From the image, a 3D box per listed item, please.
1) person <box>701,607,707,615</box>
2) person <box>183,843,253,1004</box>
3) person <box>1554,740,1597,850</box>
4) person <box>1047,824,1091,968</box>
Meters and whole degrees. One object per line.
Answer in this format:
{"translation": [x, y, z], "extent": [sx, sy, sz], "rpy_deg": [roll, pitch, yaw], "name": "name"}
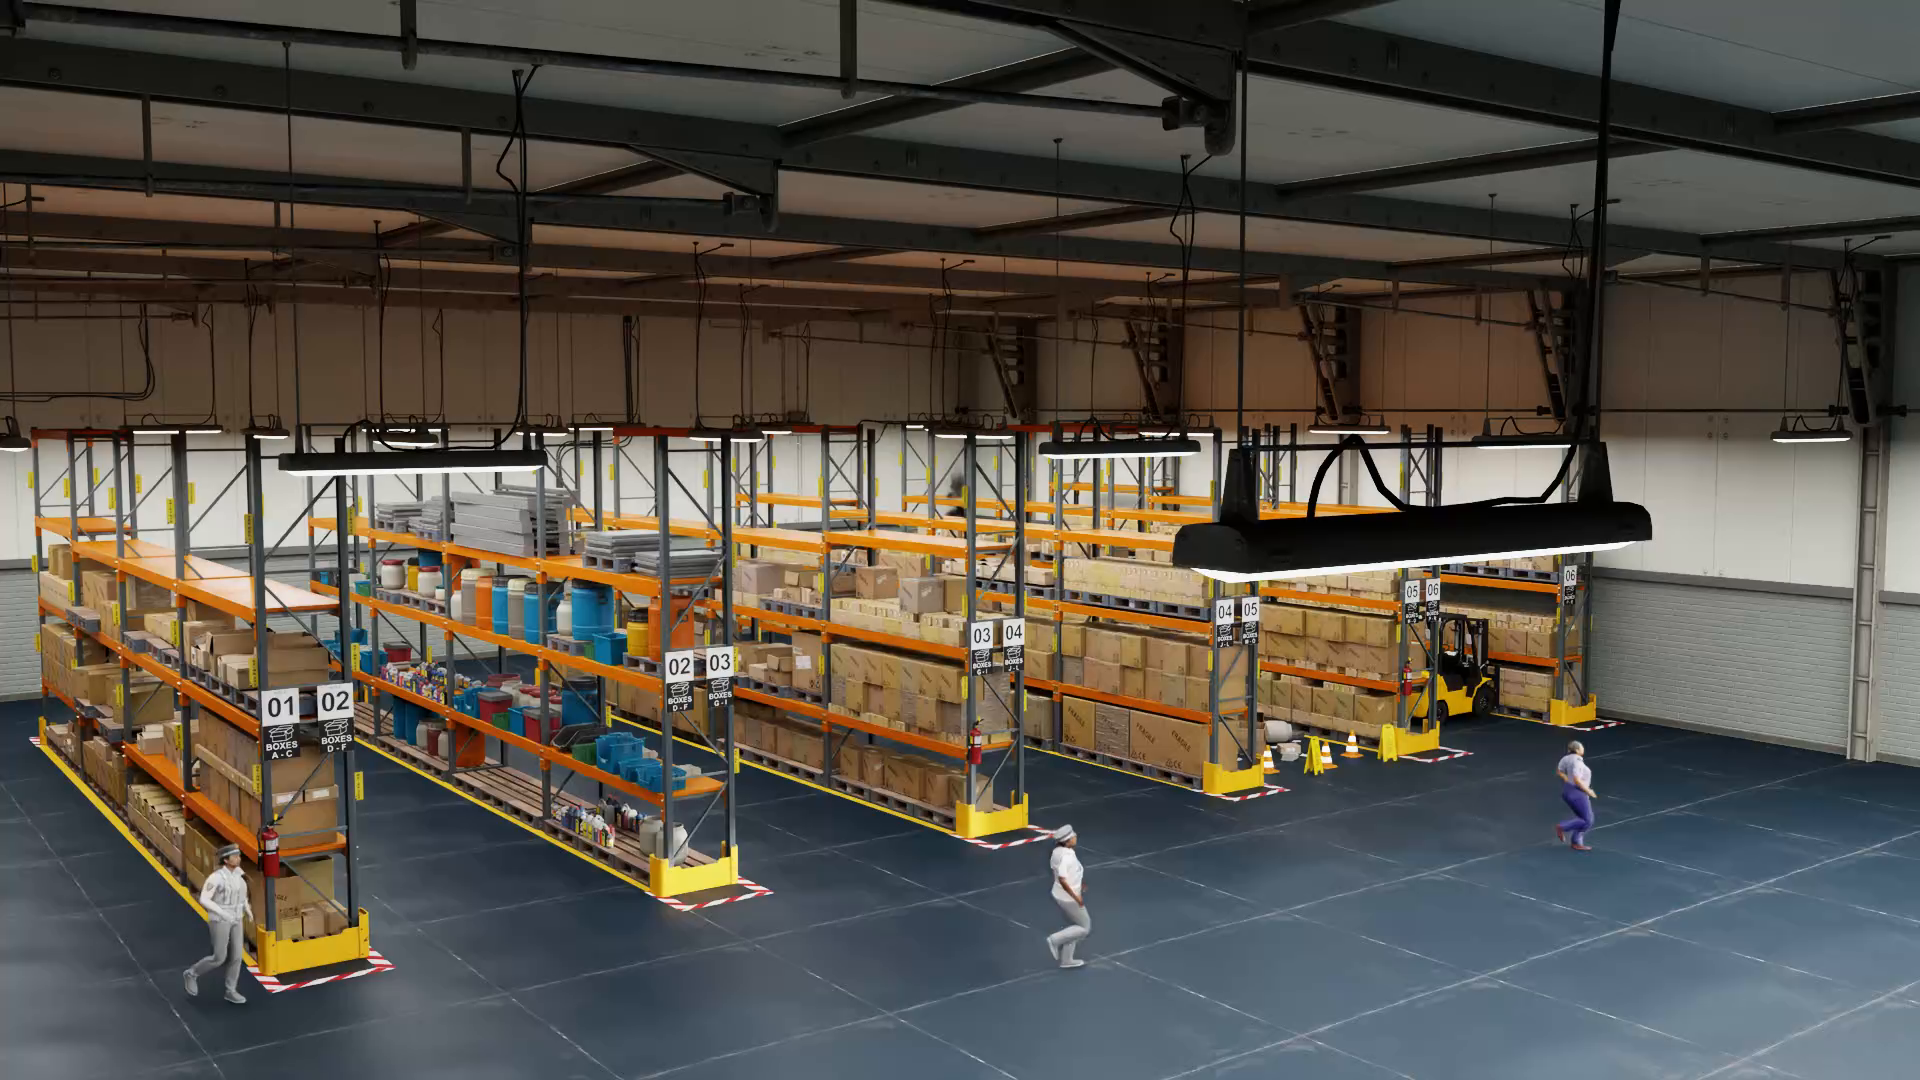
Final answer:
{"translation": [-6.252, 2.332, 41.109], "extent": [0.658, 1.620, 0.697], "rpy_deg": [3, 5, 35], "name": "person"}
{"translation": [-7.907, 4.090, 17.942], "extent": [0.740, 1.660, 0.657], "rpy_deg": [2, 5, 20], "name": "person"}
{"translation": [8.785, 3.666, 23.854], "extent": [0.607, 1.608, 0.608], "rpy_deg": [0, 4, -5], "name": "person"}
{"translation": [1.214, 4.032, 18.835], "extent": [0.551, 1.644, 0.589], "rpy_deg": [-1, 5, -15], "name": "person"}
